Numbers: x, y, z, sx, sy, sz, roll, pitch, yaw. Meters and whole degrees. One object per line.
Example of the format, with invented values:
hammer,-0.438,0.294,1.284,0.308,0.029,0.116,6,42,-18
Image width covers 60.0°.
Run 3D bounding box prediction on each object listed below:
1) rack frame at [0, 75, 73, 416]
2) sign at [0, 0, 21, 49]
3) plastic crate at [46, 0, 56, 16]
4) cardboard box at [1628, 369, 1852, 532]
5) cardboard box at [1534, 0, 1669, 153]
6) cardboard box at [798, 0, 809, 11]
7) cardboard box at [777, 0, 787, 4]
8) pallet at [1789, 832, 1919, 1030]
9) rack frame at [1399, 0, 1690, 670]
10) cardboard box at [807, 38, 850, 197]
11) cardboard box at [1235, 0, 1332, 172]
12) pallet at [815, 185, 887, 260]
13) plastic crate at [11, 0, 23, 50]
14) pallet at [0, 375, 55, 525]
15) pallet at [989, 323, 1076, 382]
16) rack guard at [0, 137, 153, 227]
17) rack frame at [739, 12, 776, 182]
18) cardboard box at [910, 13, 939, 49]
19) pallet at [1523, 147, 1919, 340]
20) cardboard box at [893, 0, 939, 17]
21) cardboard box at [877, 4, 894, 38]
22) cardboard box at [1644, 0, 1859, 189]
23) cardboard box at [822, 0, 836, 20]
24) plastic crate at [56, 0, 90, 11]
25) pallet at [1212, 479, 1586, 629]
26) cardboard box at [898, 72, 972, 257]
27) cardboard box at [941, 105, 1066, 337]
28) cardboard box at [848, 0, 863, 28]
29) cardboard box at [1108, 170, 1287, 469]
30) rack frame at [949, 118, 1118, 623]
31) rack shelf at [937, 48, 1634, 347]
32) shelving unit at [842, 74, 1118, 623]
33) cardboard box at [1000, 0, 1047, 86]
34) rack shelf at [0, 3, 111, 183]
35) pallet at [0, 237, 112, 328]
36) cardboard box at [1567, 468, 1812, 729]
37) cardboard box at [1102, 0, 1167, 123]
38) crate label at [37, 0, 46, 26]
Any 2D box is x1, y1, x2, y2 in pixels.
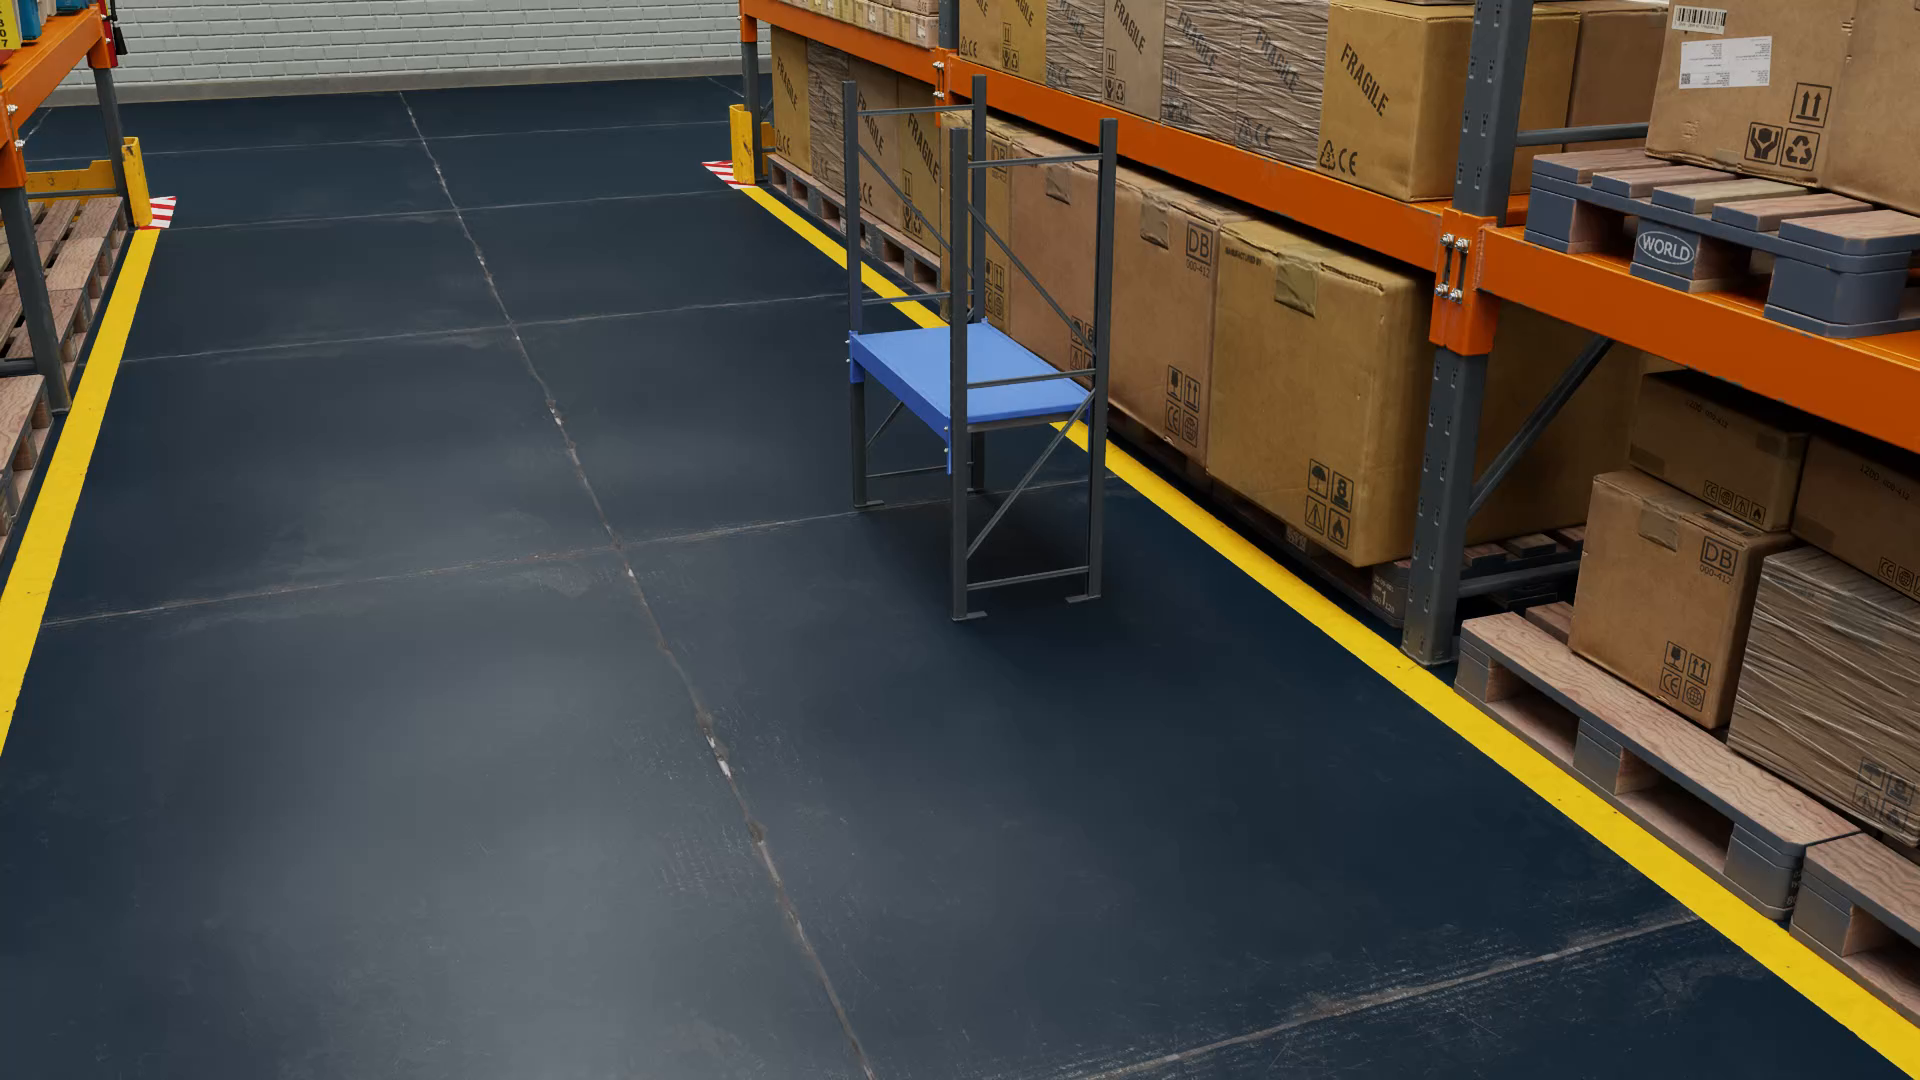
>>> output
rack frame,-4.246,-1.869,6.322,1.000,3.000,0.127,-8,24,-19
sign,-3.731,-2.071,6.446,0.100,0.325,0.005,-8,24,-19
plastic crate,-5.202,-2.957,9.166,0.396,0.136,0.243,-8,24,-19
cardboard box,2.065,-0.252,4.172,0.500,0.250,0.500,-7,24,-17
cardboard box,1.883,-1.355,4.974,0.500,0.500,0.500,-8,24,-17
cardboard box,-0.752,-3.245,9.910,0.380,0.149,0.250,-9,24,-20
cardboard box,-0.933,-3.431,10.352,0.380,0.149,0.250,-9,24,-20
pallet,2.502,0.917,3.303,1.003,0.211,1.213,-8,24,-19
rack frame,1.801,-1.095,4.486,1.000,3.000,0.127,-8,24,-19
cardboard box,-0.403,-2.664,10.403,0.875,0.875,0.875,-8,24,-19
cardboard box,1.224,-1.468,5.243,0.500,0.500,0.500,-9,24,-19
pallet,-0.243,-1.994,10.210,1.003,0.211,1.213,-8,24,-19
plastic crate,-4.613,-2.422,7.710,0.437,0.282,0.530,-8,24,-19
pallet,-4.013,-0.298,6.185,1.003,0.211,1.213,-8,24,-19
pallet,0.731,-0.993,7.835,1.003,0.211,1.213,-8,24,-19
rack guard,-5.680,-2.177,10.272,1.175,0.500,0.348,-8,24,-19
rack frame,-1.026,-4.002,11.383,1.000,3.000,0.127,-8,24,-19
cardboard box,-0.027,-2.498,8.139,0.380,0.149,0.250,-8,24,-19
pallet,2.152,-0.762,3.943,1.213,0.211,1.003,-8,24,-19
cardboard box,-0.014,-2.741,8.201,0.500,0.250,0.500,-9,24,-20
cardboard box,-0.208,-2.685,8.582,0.380,0.149,0.250,-9,24,-20
cardboard box,2.029,-1.144,3.932,0.500,0.500,0.500,-12,25,-25
cardboard box,-0.570,-3.058,9.467,0.380,0.149,0.250,-8,24,-18
plastic crate,-5.366,-3.270,9.524,0.616,0.435,0.499,-8,24,-19
pallet,1.593,-0.107,5.732,1.003,0.211,1.213,-8,24,-19
cardboard box,0.229,-2.014,8.860,0.875,0.875,0.875,-8,24,-19
cardboard box,0.632,-1.533,7.720,1.225,0.875,0.875,-8,24,-19
cardboard box,-0.391,-2.872,9.026,0.380,0.149,0.250,-8,24,-18
cardboard box,1.269,-0.888,6.190,1.225,0.875,0.875,-8,24,-19
rack frame,0.210,-0.475,4.947,0.500,1.500,0.032,-8,24,-19
rack shelf,1.094,-1.490,6.350,1.077,0.370,4.000,-8,24,-19
shelving unit,0.030,-0.660,5.385,0.538,1.500,1.048,-8,24,-19
cardboard box,0.495,-2.210,7.004,0.500,0.500,0.500,-8,24,-19
rack shelf,-4.953,-2.264,8.186,1.077,0.370,4.000,-8,24,-19
pallet,-4.977,-1.290,8.538,1.003,0.211,1.213,-8,24,-19
cardboard box,2.056,0.095,4.315,0.700,0.500,0.500,-10,25,-22
cardboard box,0.858,-1.842,6.128,0.500,0.500,0.500,-8,24,-18
crate label,-4.992,-2.752,8.679,0.396,0.136,0.243,-8,24,-19
